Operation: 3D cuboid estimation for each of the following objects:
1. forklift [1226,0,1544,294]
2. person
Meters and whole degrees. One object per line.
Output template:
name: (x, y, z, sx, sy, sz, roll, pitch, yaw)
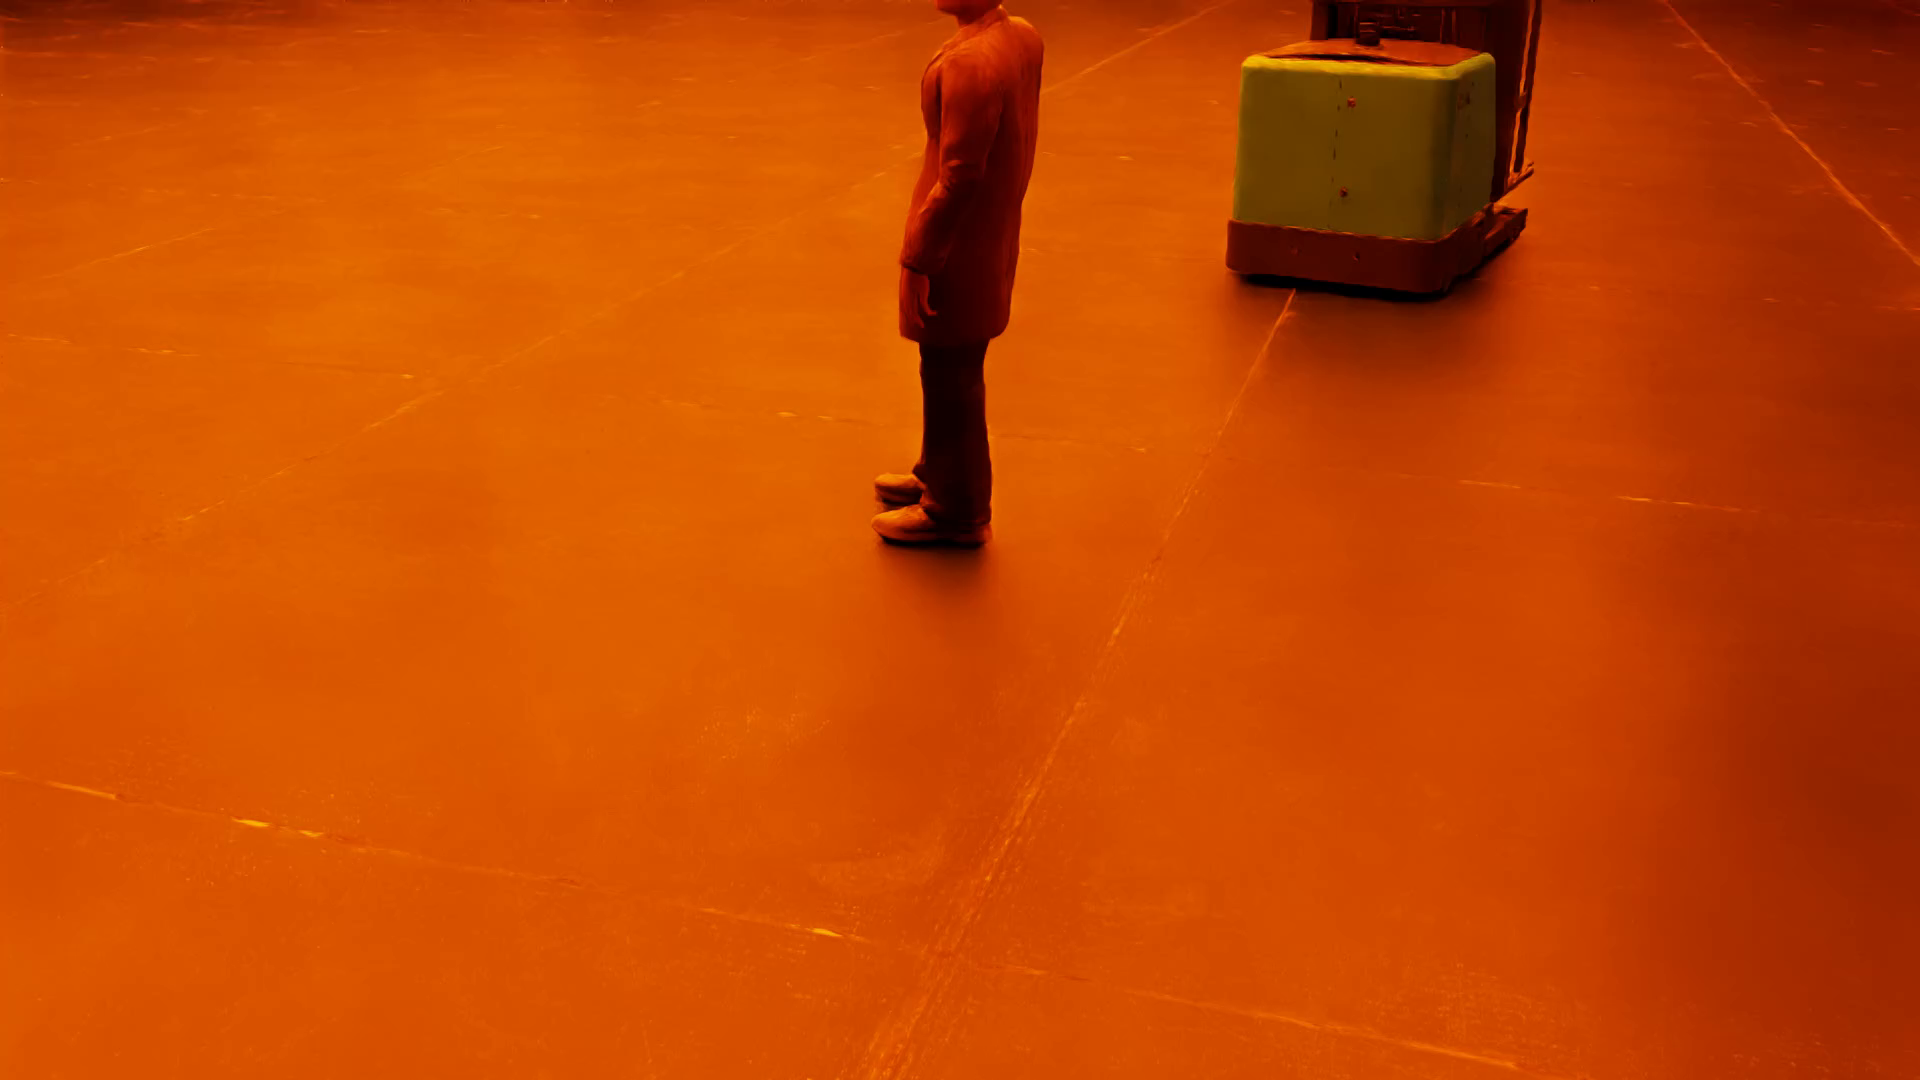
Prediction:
forklift: (2.467, -3.027, 8.612, 1.130, 2.935, 3.031, 12, 25, 27)
person: (-0.086, -0.841, 4.808, 0.580, 1.776, 0.694, 7, 23, 16)
